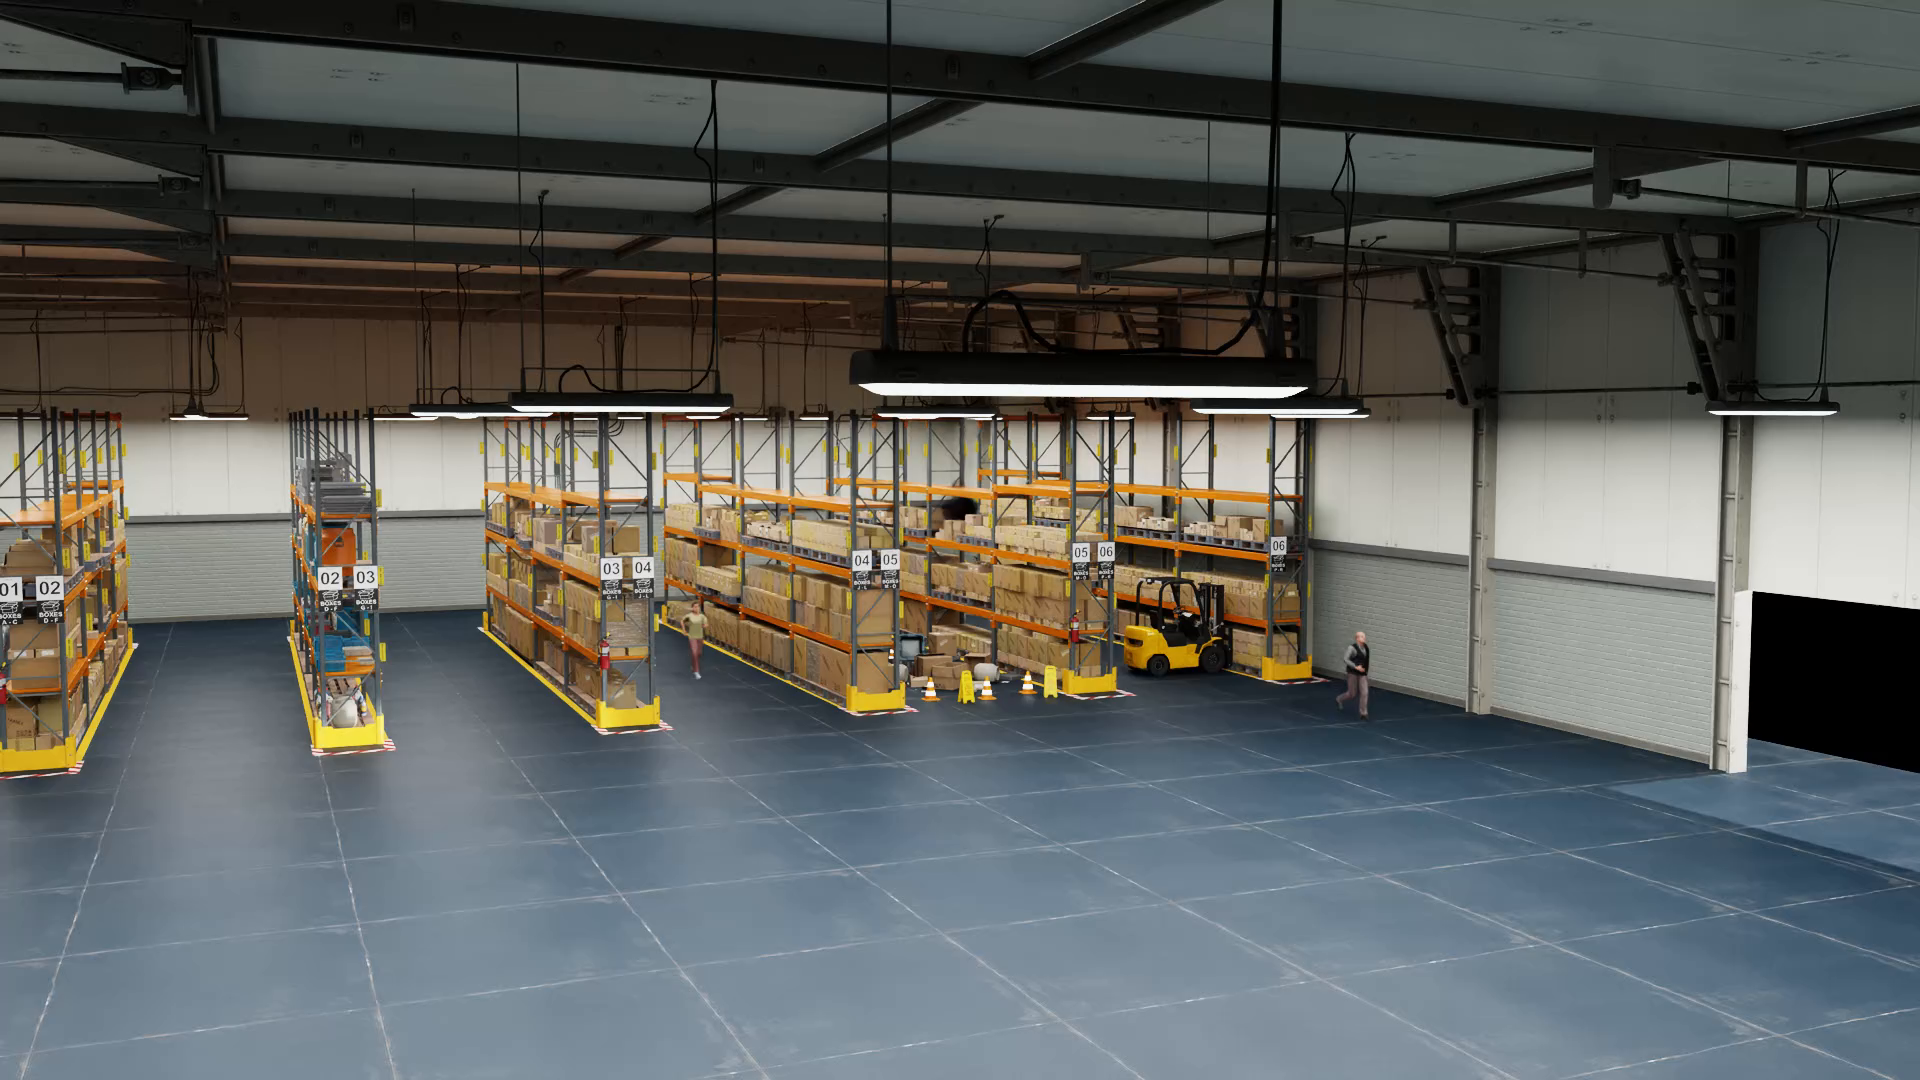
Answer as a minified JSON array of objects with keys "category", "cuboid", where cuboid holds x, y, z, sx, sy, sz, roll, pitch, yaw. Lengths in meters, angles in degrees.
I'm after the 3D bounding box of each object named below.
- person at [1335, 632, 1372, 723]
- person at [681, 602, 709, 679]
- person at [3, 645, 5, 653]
[{"category":"person","cuboid":[7.665,2.620,32.179,0.682,1.716,0.971,-2,5,-31]},{"category":"person","cuboid":[-5.956,2.231,37.524,0.564,1.681,0.908,-2,5,-28]},{"category":"person","cuboid":[-19.613,2.526,33.574,0.544,1.680,0.605,-2,4,-22]}]
